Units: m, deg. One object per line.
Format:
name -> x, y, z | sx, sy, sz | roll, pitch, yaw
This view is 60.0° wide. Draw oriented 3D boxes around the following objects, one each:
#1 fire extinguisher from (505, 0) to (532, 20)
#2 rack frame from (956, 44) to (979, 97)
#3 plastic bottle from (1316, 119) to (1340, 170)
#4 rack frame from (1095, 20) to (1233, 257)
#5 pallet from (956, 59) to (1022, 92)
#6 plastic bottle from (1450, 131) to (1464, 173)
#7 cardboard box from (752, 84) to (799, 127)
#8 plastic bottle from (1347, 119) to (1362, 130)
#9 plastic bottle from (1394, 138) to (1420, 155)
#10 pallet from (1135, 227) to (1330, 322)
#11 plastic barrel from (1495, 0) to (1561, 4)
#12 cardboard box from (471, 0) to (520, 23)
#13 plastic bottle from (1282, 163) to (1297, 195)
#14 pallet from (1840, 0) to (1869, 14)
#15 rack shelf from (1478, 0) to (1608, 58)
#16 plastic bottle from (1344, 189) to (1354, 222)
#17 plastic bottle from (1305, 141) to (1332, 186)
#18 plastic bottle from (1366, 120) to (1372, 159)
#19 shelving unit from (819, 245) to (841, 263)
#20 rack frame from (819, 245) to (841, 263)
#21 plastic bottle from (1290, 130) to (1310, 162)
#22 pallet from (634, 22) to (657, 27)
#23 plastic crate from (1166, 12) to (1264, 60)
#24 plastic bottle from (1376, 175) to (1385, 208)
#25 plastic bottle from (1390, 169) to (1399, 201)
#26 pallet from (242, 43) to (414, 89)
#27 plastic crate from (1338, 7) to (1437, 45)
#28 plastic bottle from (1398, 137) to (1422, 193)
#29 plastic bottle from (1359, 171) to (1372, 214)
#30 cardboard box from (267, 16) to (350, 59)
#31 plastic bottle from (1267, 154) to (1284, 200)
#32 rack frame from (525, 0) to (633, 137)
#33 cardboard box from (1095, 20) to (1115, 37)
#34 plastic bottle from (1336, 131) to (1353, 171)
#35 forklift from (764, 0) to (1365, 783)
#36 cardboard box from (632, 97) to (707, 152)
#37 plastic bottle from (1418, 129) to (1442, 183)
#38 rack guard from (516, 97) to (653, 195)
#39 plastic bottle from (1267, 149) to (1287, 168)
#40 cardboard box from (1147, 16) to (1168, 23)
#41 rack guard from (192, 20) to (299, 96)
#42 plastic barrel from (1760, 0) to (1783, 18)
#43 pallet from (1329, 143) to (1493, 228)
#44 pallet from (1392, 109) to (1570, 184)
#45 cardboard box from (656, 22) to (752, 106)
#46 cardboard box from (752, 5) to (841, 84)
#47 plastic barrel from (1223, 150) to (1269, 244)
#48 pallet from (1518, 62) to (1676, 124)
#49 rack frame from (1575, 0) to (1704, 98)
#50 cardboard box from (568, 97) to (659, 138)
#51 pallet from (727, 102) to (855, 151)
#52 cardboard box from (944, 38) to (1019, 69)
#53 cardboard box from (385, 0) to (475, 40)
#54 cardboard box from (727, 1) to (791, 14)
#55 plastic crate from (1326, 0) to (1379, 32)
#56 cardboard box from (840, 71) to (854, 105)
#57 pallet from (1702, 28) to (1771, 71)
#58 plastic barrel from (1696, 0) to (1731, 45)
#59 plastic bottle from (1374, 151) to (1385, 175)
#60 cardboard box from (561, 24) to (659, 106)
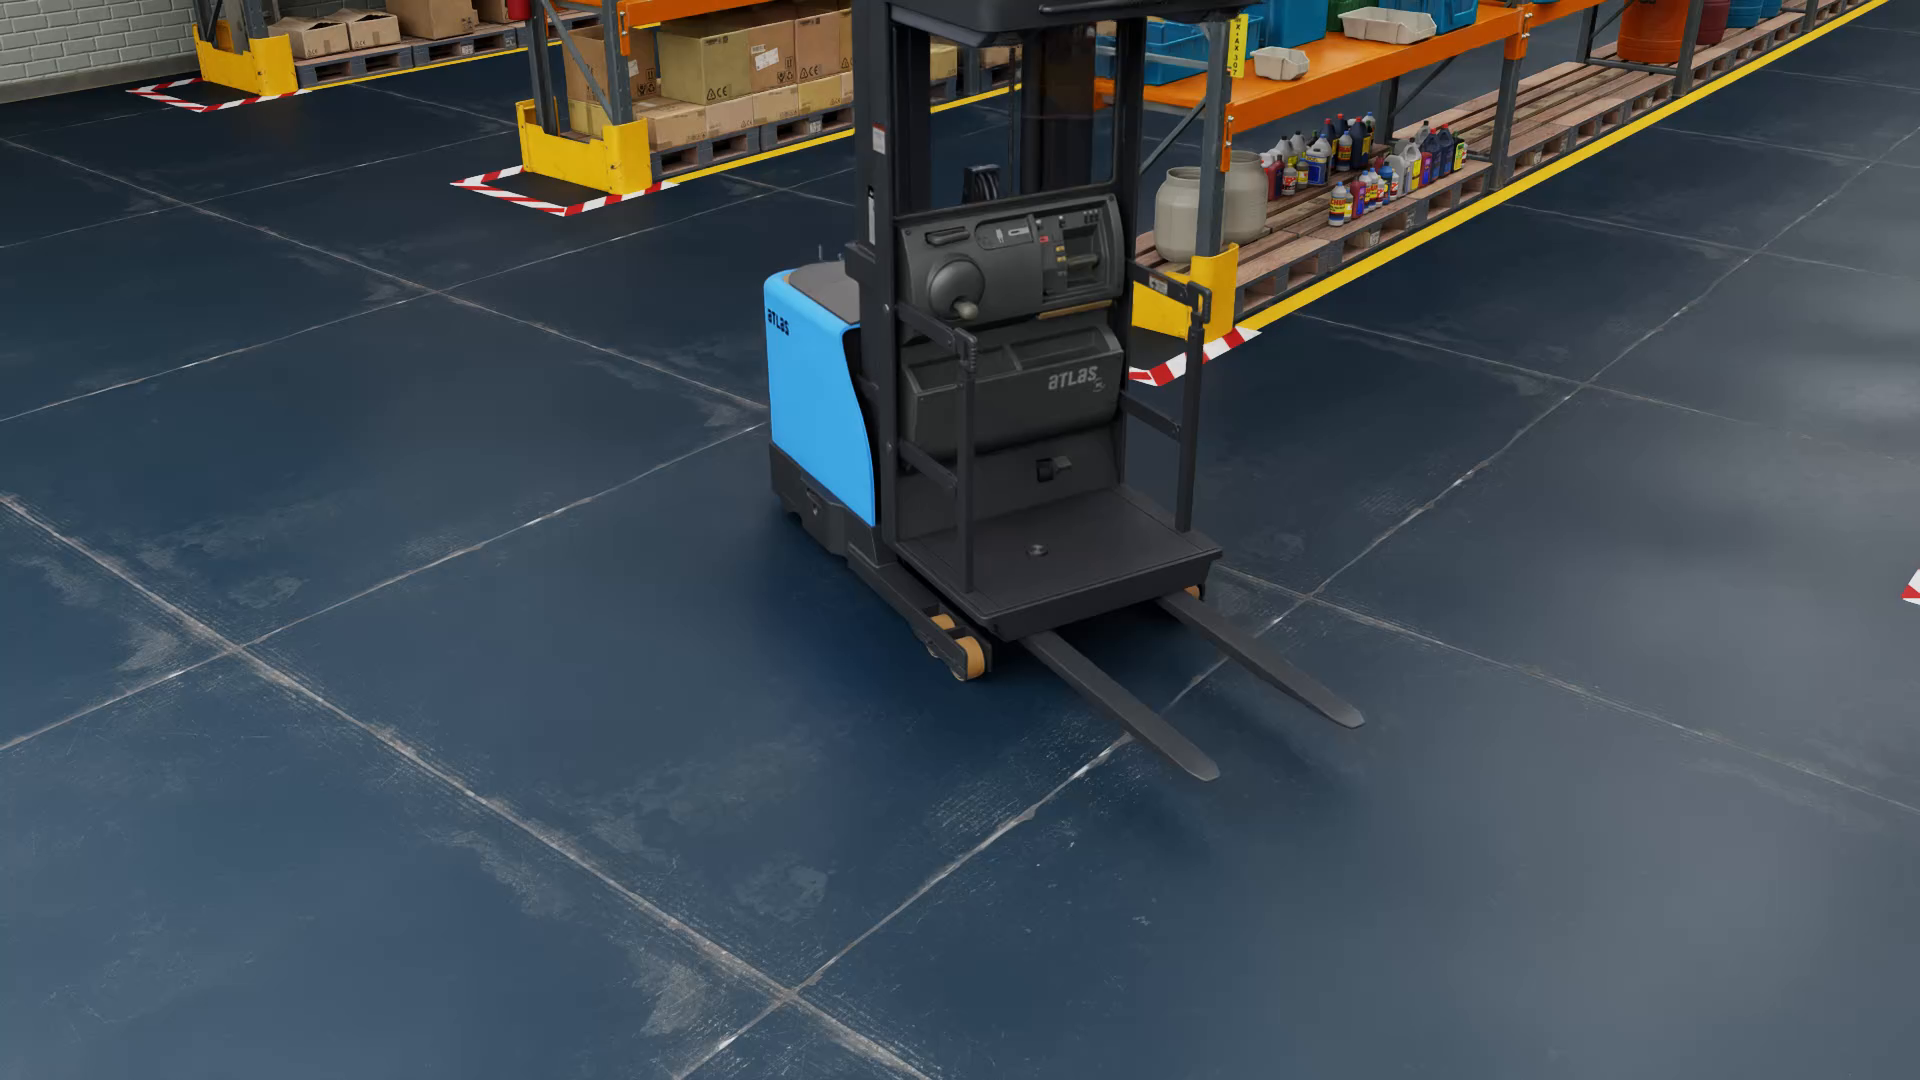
fire extinguisher -> -3.228, -4.130, 12.053 | 0.296, 0.674, 0.183 | 21, 34, 34
rack frame -> -0.250, -5.489, 14.595 | 1.000, 3.000, 0.127 | 21, 34, 34
plastic bottle -> 2.616, -2.827, 11.854 | 0.144, 0.351, 0.185 | 19, 33, 32
rack frame -> 1.026, -2.622, 9.053 | 1.000, 3.000, 0.127 | 21, 34, 34
pallet -> 0.189, -4.523, 15.763 | 1.003, 0.211, 1.213 | 21, 34, 34
plastic bottle -> 3.518, -2.762, 11.801 | 0.061, 0.283, 0.133 | 23, 35, 37
cardboard box -> -1.648, -3.516, 13.318 | 0.500, 0.250, 0.500 | 21, 34, 34
plastic bottle -> 2.844, -2.918, 12.111 | 0.152, 0.276, 0.135 | 22, 35, 36
plastic bottle -> 3.130, -2.679, 11.650 | 0.152, 0.276, 0.135 | 21, 34, 34
pallet -> 1.559, -1.710, 10.326 | 1.003, 0.211, 1.213 | 21, 34, 34
plastic barrel -> 4.049, -4.311, 11.773 | 0.600, 0.901, 0.708 | 21, 34, 34
cardboard box -> -4.704, -5.641, 17.131 | 0.500, 0.500, 0.500 | 18, 32, 31
plastic bottle -> 2.233, -2.454, 11.296 | 0.097, 0.201, 0.097 | 0, 27, 0
pallet -> 9.872, -6.344, 19.284 | 1.003, 0.211, 1.213 | 21, 34, 34
rack shelf -> 4.842, -4.429, 13.330 | 1.077, 0.370, 4.000 | 21, 34, 34
plastic bottle -> 2.485, -2.163, 10.732 | 0.097, 0.201, 0.097 | 0, 27, 0
plastic bottle -> 2.476, -2.608, 11.513 | 0.152, 0.276, 0.135 | 21, 34, 34
plastic bottle -> 2.927, -2.890, 12.050 | 0.061, 0.283, 0.133 | 21, 34, 34
shelving unit -> -0.470, -0.860, 7.758 | 0.252, 1.050, 0.215 | -16, 29, -28
rack frame -> -0.573, -0.830, 7.700 | 0.008, 1.050, 0.200 | -16, 29, -28
plastic bottle -> 2.346, -2.676, 11.562 | 0.144, 0.351, 0.185 | 20, 34, 34
pallet -> -3.581, -5.973, 18.567 | 1.003, 0.211, 1.213 | 21, 34, 34
plastic crate -> 1.531, -3.049, 10.041 | 0.499, 0.251, 0.408 | 21, 34, 34
plastic bottle -> 2.764, -2.318, 11.033 | 0.097, 0.201, 0.097 | 0, 27, 0
plastic bottle -> 2.895, -2.391, 11.174 | 0.097, 0.201, 0.097 | 0, 27, 0
pallet -> -6.027, -4.583, 15.880 | 1.003, 0.211, 1.213 | 21, 34, 34
plastic crate -> 2.732, -3.273, 10.599 | 0.530, 0.136, 0.437 | 21, 34, 34
plastic bottle -> 3.055, -2.564, 11.345 | 0.144, 0.351, 0.185 | 21, 34, 34
plastic bottle -> 2.637, -2.278, 10.880 | 0.097, 0.271, 0.097 | 0, 27, 0
cardboard box -> -6.109, -4.737, 15.590 | 0.500, 0.311, 0.500 | 17, 32, 29
plastic bottle -> 2.119, -2.440, 11.180 | 0.061, 0.283, 0.133 | 21, 34, 34
rack frame -> -2.794, -4.071, 11.854 | 1.000, 3.000, 0.127 | 21, 34, 34
cardboard box -> 1.176, -5.070, 16.321 | 0.500, 0.250, 0.500 | 22, 34, 35
plastic bottle -> 2.737, -2.772, 11.834 | 0.097, 0.271, 0.097 | 0, 27, 0
forklift -> 0.316, -1.015, 6.022 | 1.130, 2.935, 3.031 | -15, 31, -26
cardboard box -> -2.281, -3.161, 12.631 | 0.500, 0.250, 0.500 | 21, 34, 34
plastic bottle -> 3.261, -2.678, 11.566 | 0.144, 0.351, 0.185 | 19, 33, 32
rack guard -> -2.809, -2.952, 12.412 | 1.175, 0.500, 0.348 | 21, 34, 34
plastic bottle -> 2.125, -2.517, 11.336 | 0.152, 0.276, 0.135 | 20, 33, 33
cardboard box -> 1.823, -5.431, 17.018 | 0.500, 0.250, 0.500 | 20, 34, 34
rack guard -> -6.571, -4.434, 15.276 | 1.175, 0.500, 0.348 | 21, 34, 34
plastic barrel -> 8.299, -5.943, 17.300 | 0.600, 0.901, 0.708 | 21, 34, 34
pallet -> 3.111, -2.575, 11.998 | 1.003, 0.211, 1.213 | 21, 34, 34
pallet -> 4.039, -3.091, 12.995 | 1.003, 0.211, 1.213 | 21, 34, 34
cardboard box -> -1.965, -3.672, 12.803 | 0.500, 0.500, 0.500 | 21, 34, 34
cardboard box -> -1.325, -4.025, 13.485 | 0.500, 0.500, 0.500 | 21, 34, 34
plastic barrel -> 1.704, -2.136, 10.366 | 0.421, 0.512, 0.421 | 0, 27, 0
pallet -> 5.591, -3.956, 14.668 | 1.003, 0.211, 1.213 | 21, 34, 34
rack frame -> 6.114, -5.458, 14.536 | 1.000, 3.000, 0.127 | 21, 34, 34
cardboard box -> -2.681, -3.312, 12.924 | 0.500, 0.250, 0.500 | 21, 34, 34
pallet -> -1.564, -3.546, 13.875 | 1.003, 0.211, 1.213 | 21, 34, 34
cardboard box -> 0.198, -4.525, 15.267 | 0.500, 0.250, 0.500 | 20, 33, 33
cardboard box -> -5.242, -5.269, 16.412 | 0.700, 0.500, 0.500 | 18, 33, 31
cardboard box -> -1.739, -4.182, 13.788 | 0.500, 0.500, 0.500 | 21, 34, 34
plastic crate -> 2.489, -3.547, 11.072 | 0.450, 0.188, 0.662 | 21, 34, 34
cardboard box -> -1.009, -3.870, 14.001 | 0.500, 0.250, 0.500 | 21, 34, 34
pallet -> 7.360, -4.942, 16.573 | 1.003, 0.211, 1.213 | 21, 34, 34
plastic barrel -> 7.131, -5.152, 16.112 | 0.600, 0.588, 0.708 | 21, 34, 34
plastic bottle -> 2.866, -2.508, 11.311 | 0.061, 0.283, 0.133 | 21, 34, 34
cardboard box -> -2.683, -3.646, 12.753 | 0.500, 0.500, 0.500 | 21, 34, 34
